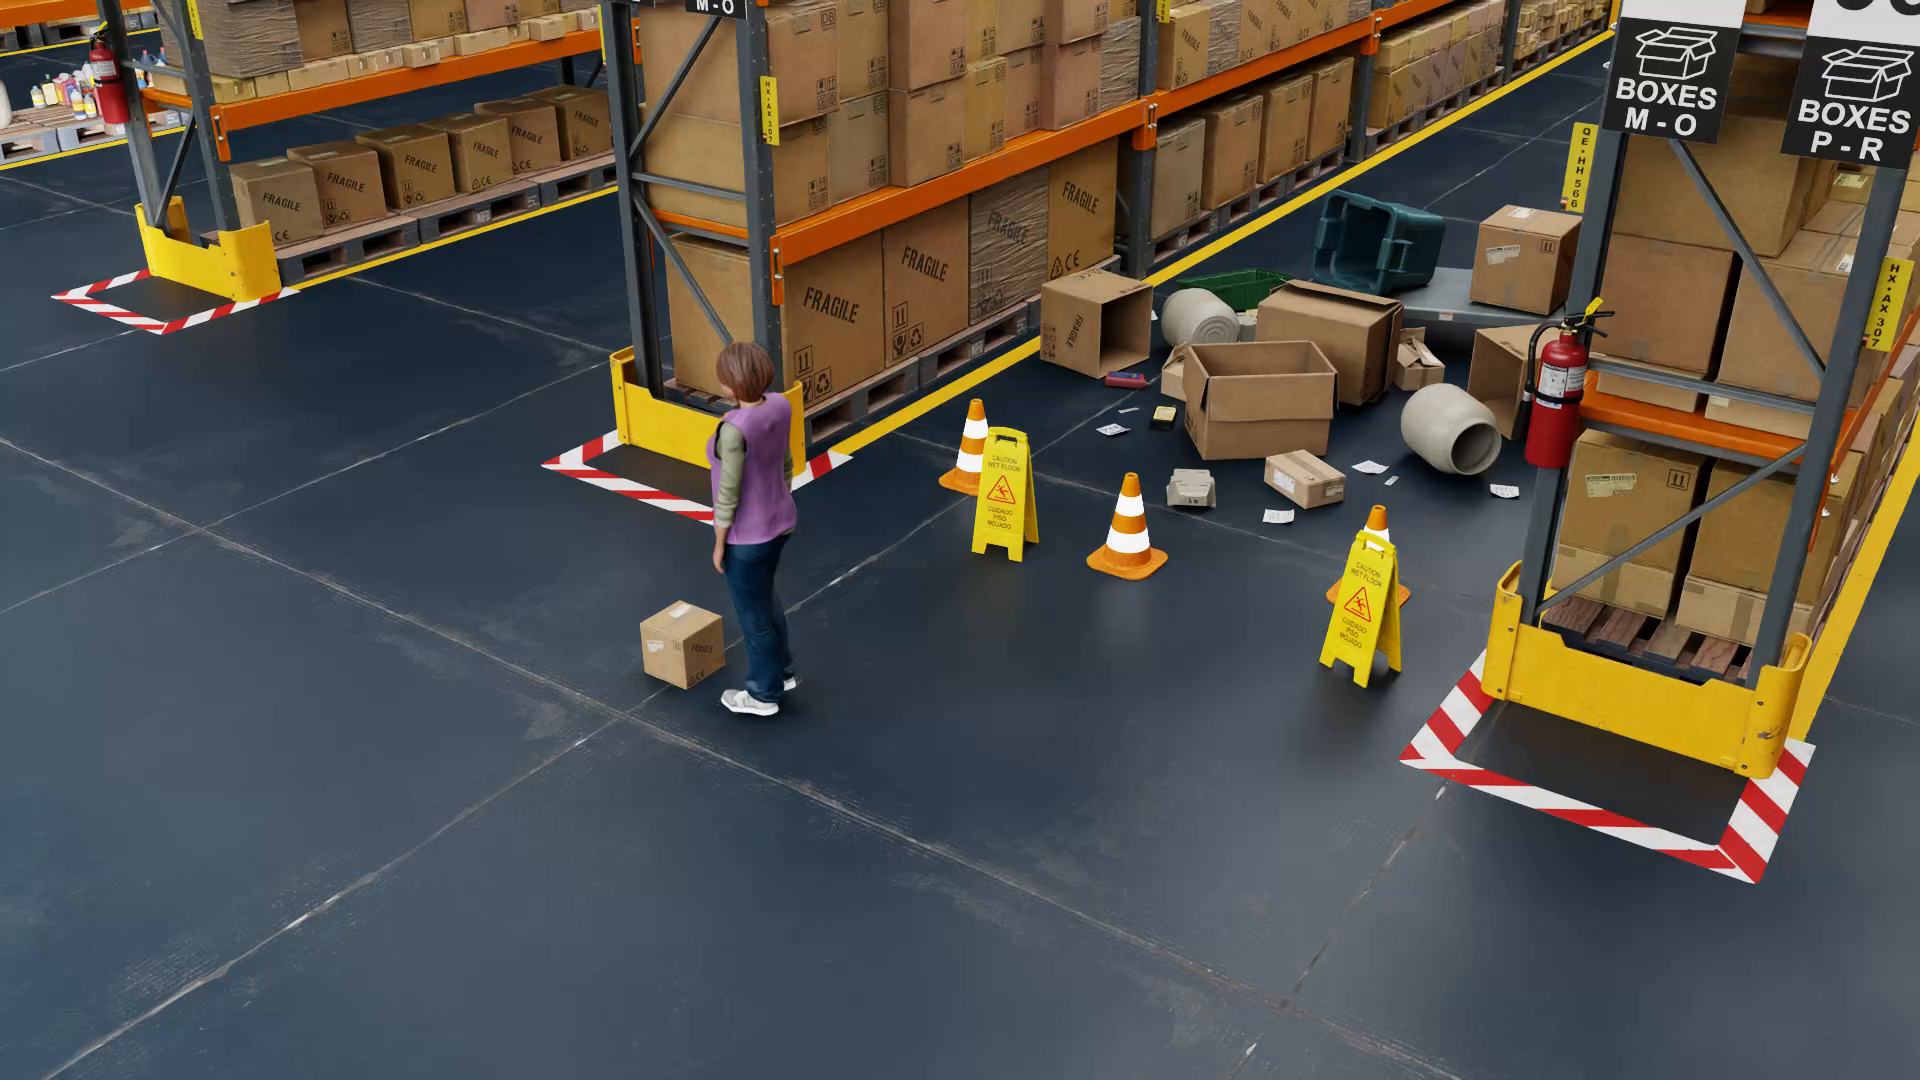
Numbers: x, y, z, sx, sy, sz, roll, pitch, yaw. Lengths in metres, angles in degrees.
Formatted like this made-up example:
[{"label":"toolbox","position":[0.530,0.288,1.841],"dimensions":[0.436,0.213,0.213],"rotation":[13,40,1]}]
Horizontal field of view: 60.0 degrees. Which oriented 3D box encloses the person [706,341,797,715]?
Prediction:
[{"label":"person","position":[-0.821,-0.019,6.660],"dimensions":[0.309,1.639,0.451],"rotation":[14,31,26]}]
